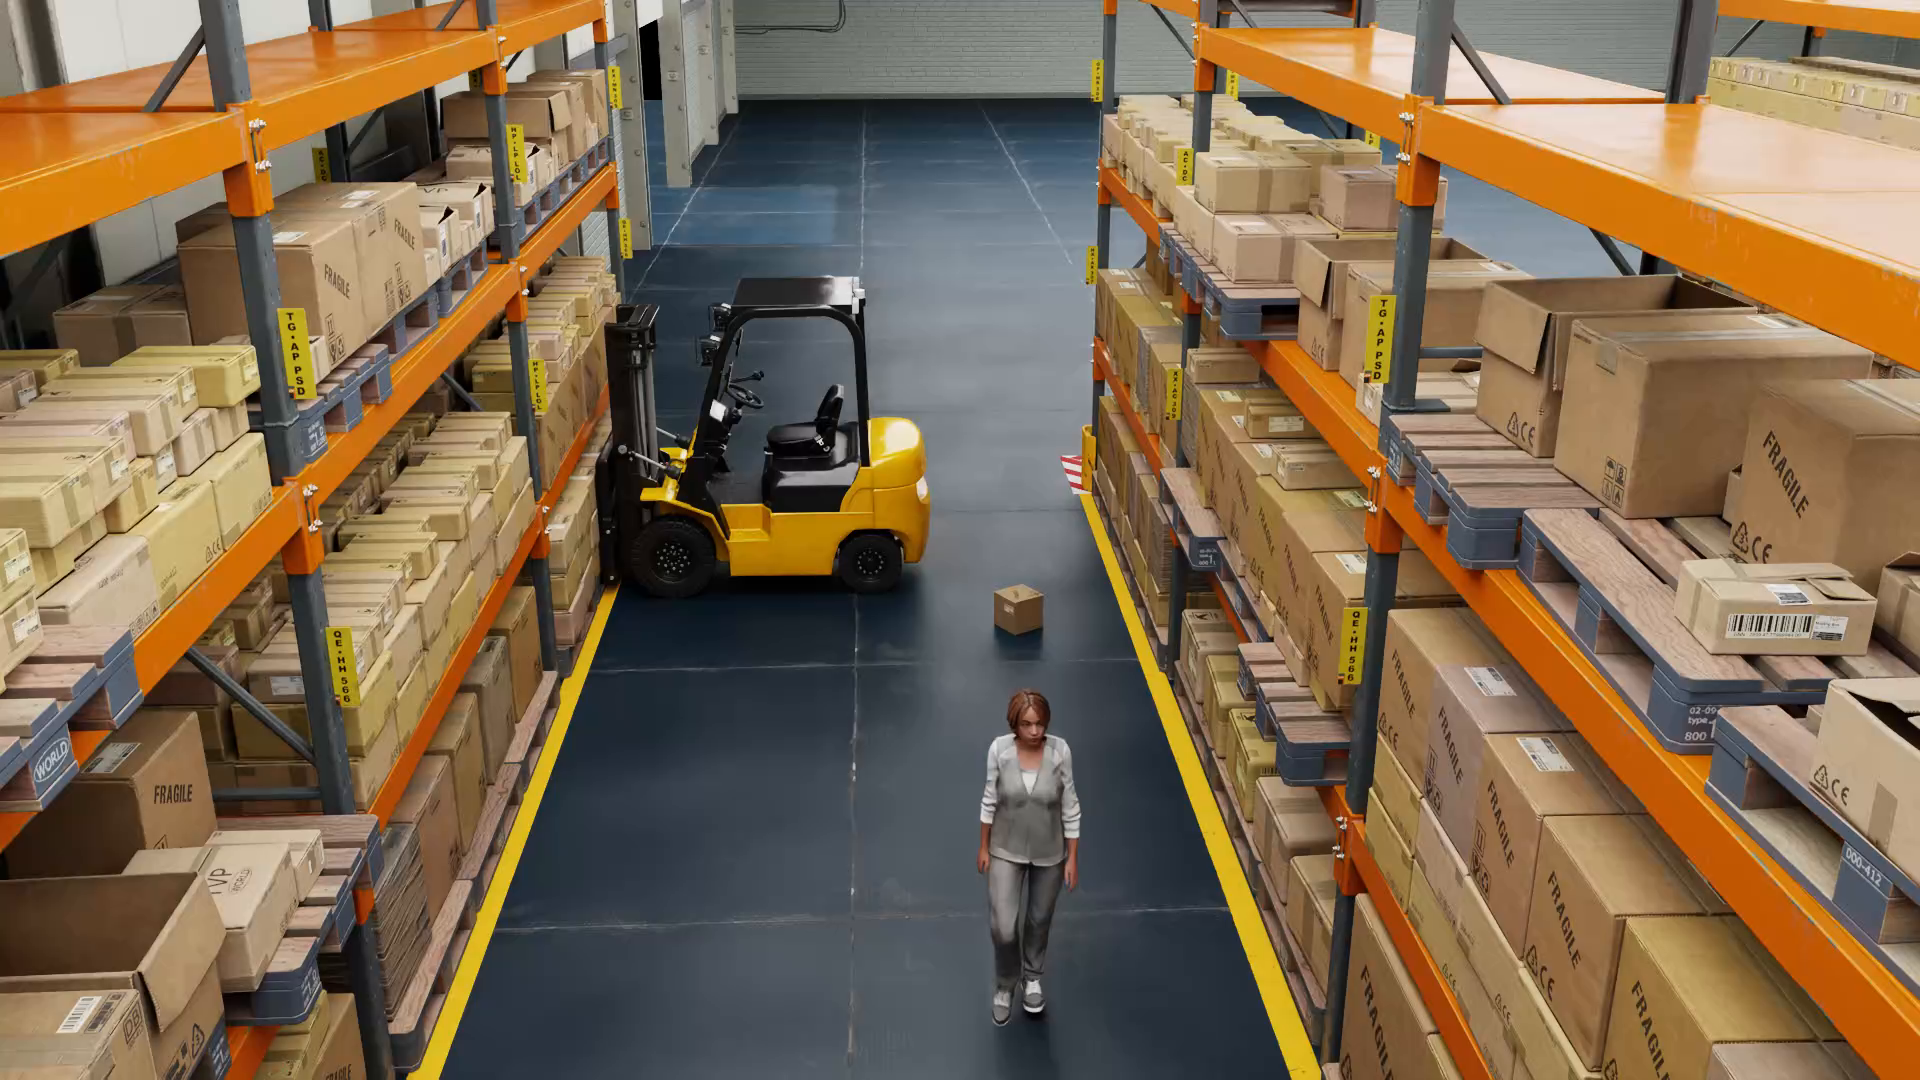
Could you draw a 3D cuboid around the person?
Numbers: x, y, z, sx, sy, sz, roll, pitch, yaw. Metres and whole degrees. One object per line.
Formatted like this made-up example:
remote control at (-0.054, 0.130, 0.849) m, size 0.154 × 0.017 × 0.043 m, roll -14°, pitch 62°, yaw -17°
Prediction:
person at (0.305, 1.408, 7.320) m, size 0.447 × 1.608 × 0.470 m, roll -1°, pitch 21°, yaw -4°
